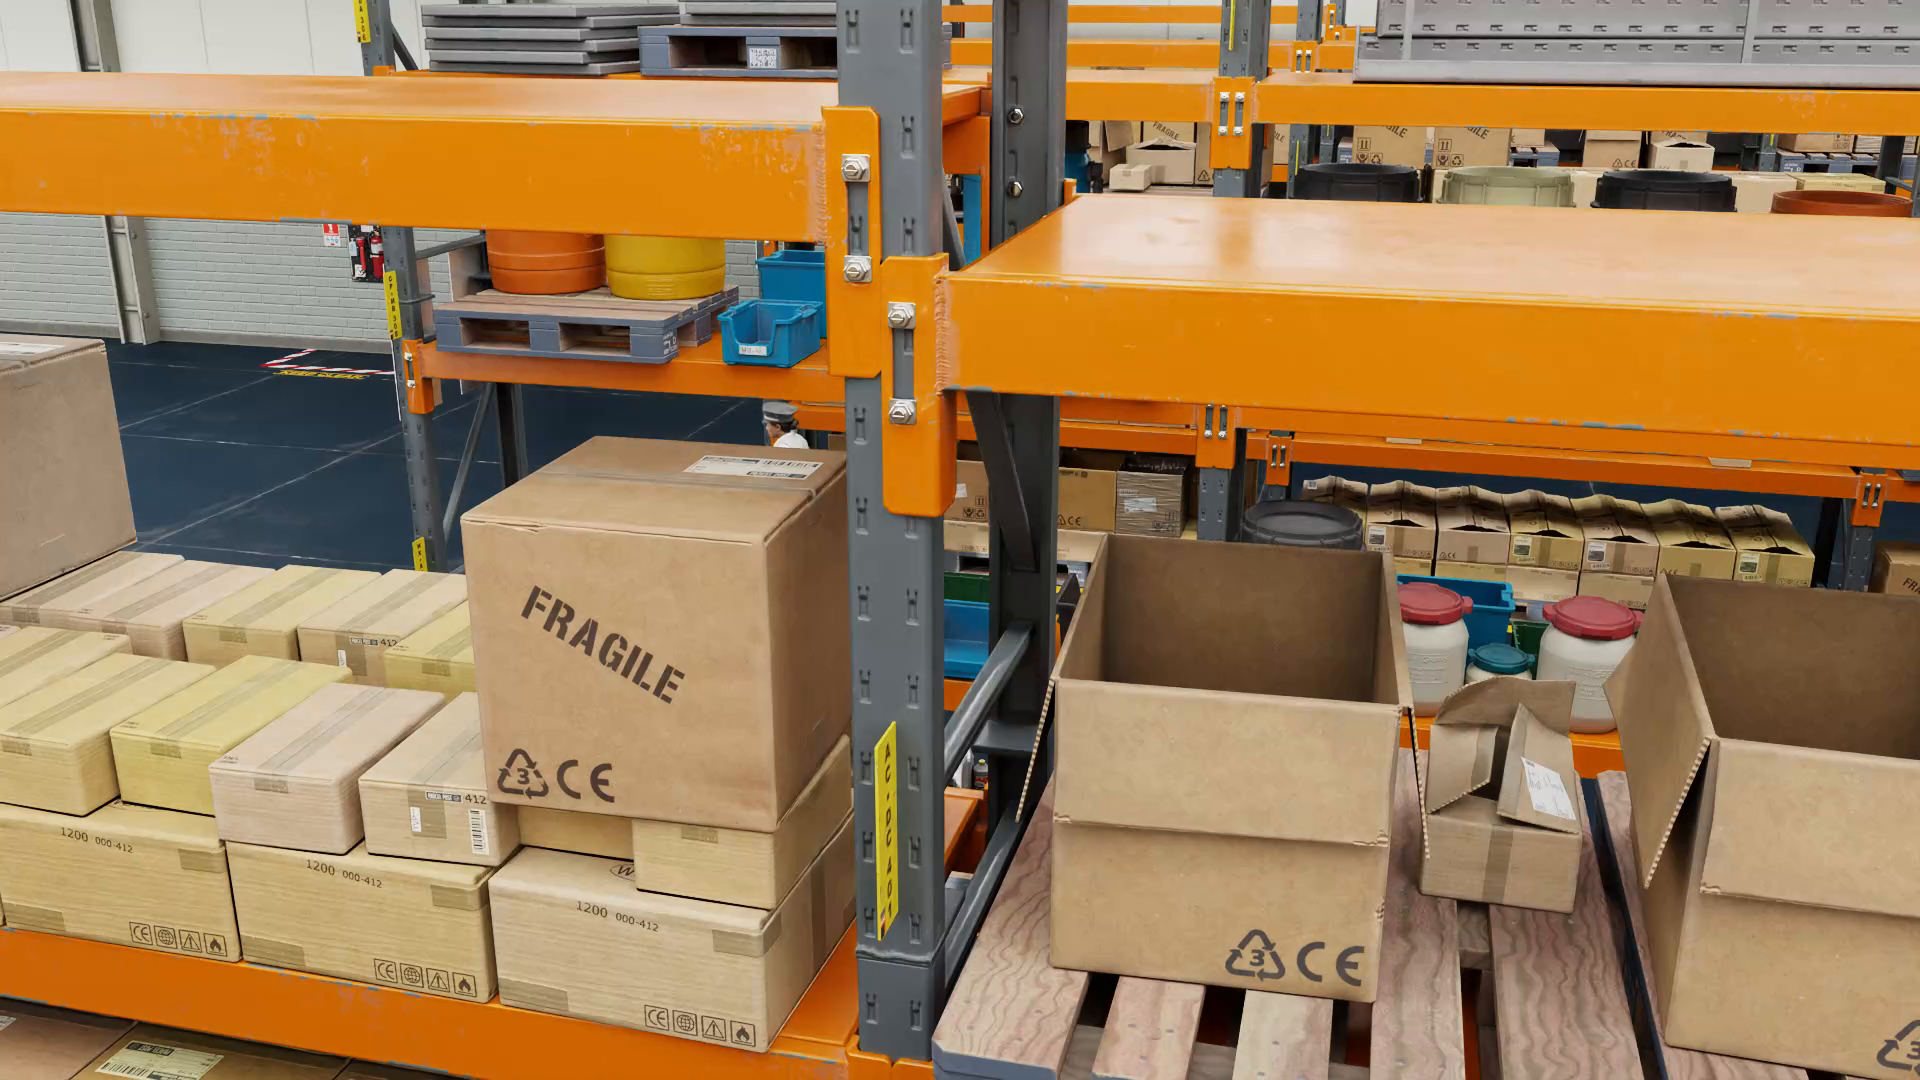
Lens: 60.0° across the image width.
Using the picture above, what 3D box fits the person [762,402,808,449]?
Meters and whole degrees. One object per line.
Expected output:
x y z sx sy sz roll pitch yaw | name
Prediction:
-1.227 -0.183 12.104 0.378 1.662 0.537 4 19 12 | person
